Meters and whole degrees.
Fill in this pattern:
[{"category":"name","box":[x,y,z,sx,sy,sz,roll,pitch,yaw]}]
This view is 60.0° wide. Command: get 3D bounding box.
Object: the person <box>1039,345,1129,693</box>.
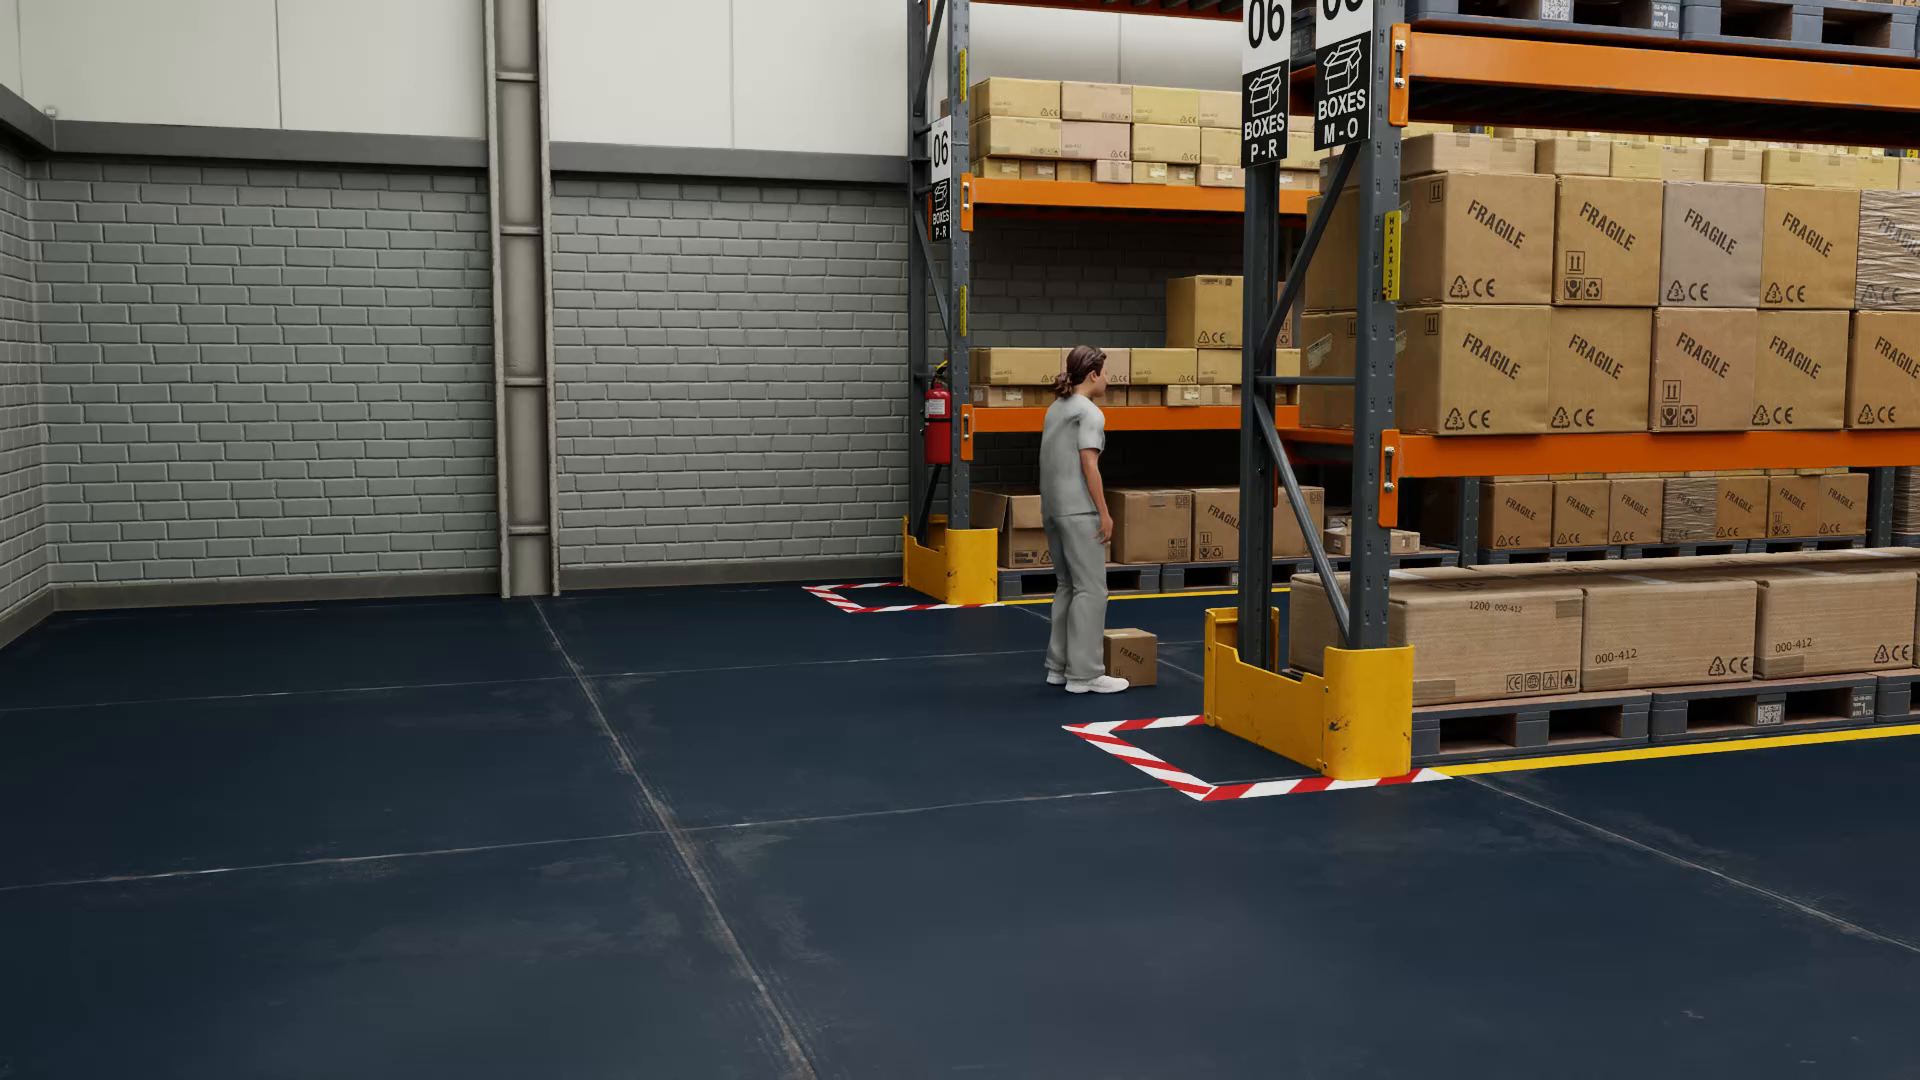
[{"category":"person","box":[0.582,-0.112,8.129,0.355,1.673,0.511,-2,6,-21]}]
